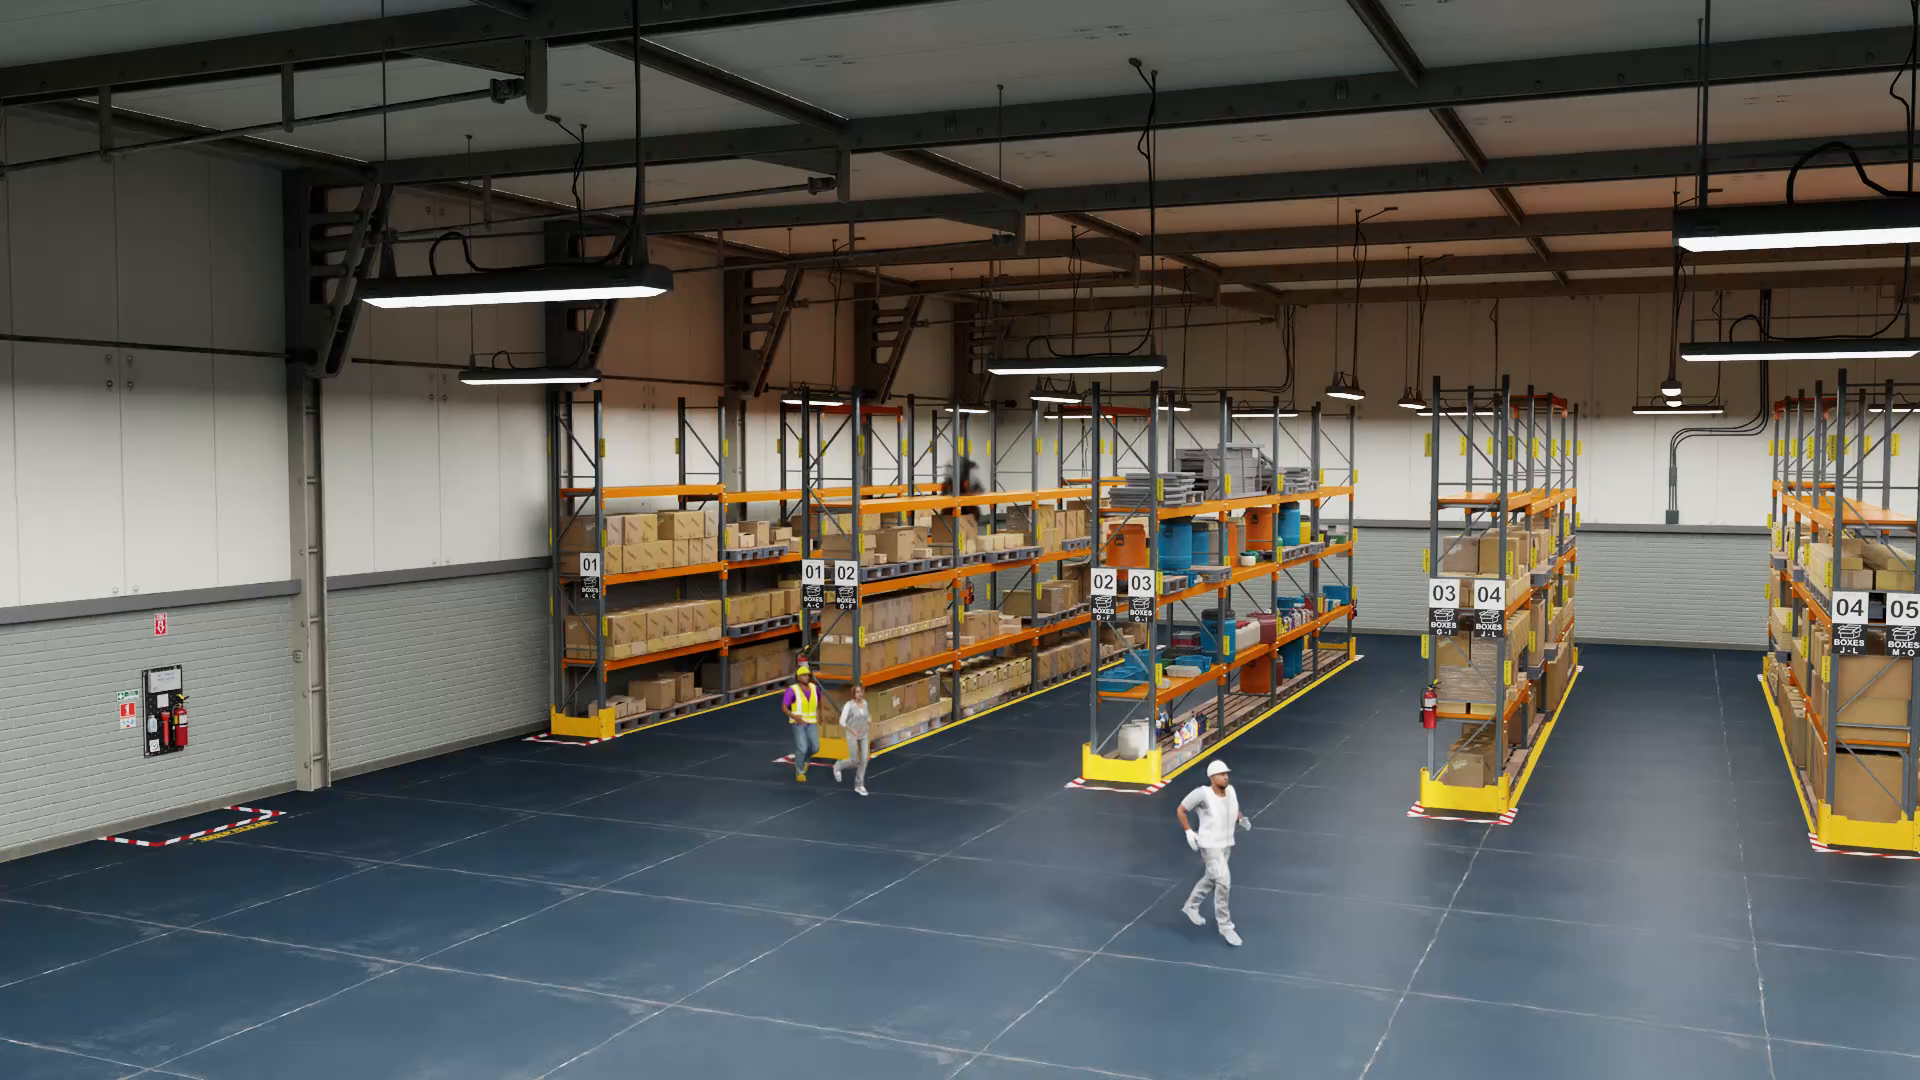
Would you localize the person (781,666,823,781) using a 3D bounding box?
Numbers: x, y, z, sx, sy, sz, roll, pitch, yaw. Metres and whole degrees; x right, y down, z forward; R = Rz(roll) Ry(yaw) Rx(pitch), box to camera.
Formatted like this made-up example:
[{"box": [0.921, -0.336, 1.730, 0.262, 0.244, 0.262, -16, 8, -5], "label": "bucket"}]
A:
[{"box": [-2.344, 2.758, 25.075, 0.742, 1.726, 0.606, -2, 4, -34], "label": "person"}]

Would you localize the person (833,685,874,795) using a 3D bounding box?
[{"box": [-1.533, 2.890, 24.279, 0.542, 1.585, 0.678, -2, 4, -38], "label": "person"}]

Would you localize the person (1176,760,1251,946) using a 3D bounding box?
[{"box": [2.621, 3.160, 17.095, 0.668, 1.817, 0.860, -3, 4, -44], "label": "person"}]
